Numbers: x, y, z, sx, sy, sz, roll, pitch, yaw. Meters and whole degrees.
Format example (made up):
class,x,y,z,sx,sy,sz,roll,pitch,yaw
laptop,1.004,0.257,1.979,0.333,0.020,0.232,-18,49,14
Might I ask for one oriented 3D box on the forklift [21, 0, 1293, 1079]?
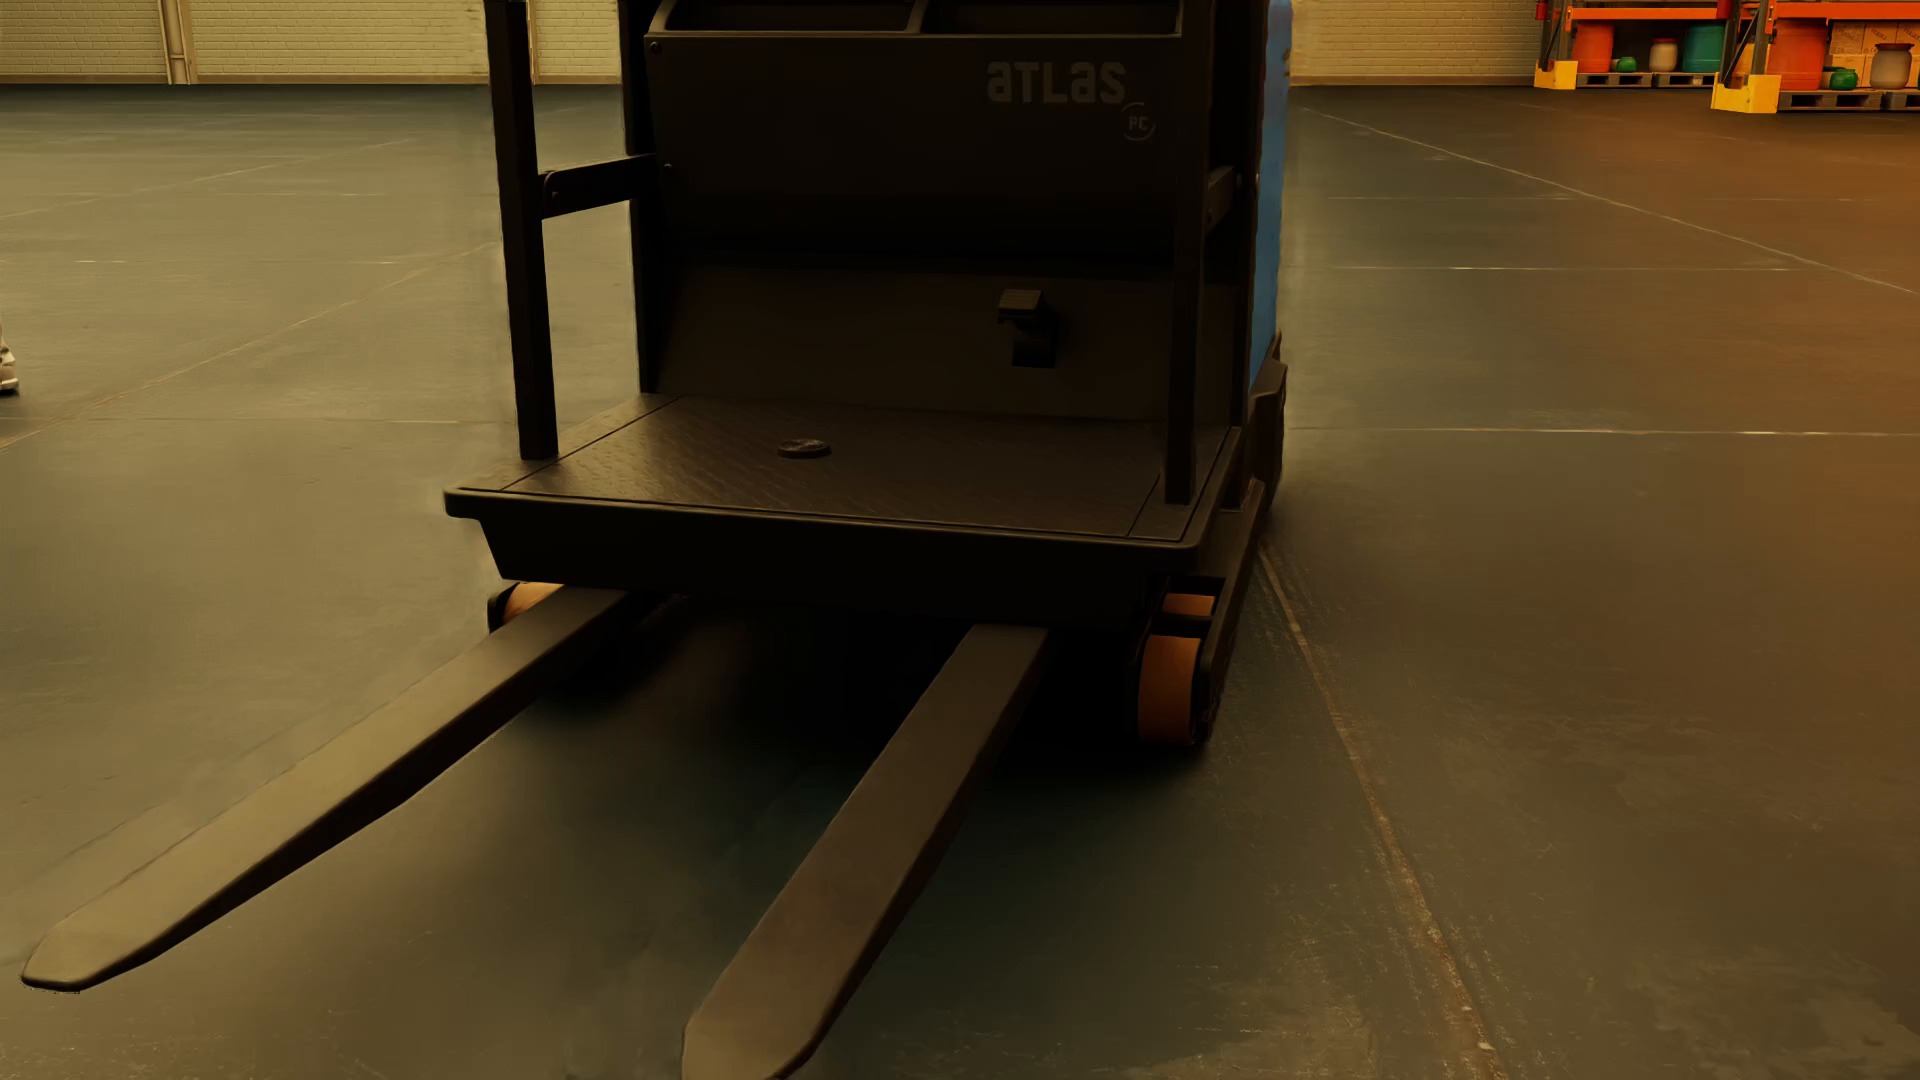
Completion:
class,x,y,z,sx,sy,sz,roll,pitch,yaw
forklift,-0.106,-1.224,2.371,1.130,2.935,3.031,4,18,14

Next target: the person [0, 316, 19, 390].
class,x,y,z,sx,sy,sz,roll,pitch,yaw
person,-2.939,-1.196,4.483,0.458,1.692,0.560,9,19,26
